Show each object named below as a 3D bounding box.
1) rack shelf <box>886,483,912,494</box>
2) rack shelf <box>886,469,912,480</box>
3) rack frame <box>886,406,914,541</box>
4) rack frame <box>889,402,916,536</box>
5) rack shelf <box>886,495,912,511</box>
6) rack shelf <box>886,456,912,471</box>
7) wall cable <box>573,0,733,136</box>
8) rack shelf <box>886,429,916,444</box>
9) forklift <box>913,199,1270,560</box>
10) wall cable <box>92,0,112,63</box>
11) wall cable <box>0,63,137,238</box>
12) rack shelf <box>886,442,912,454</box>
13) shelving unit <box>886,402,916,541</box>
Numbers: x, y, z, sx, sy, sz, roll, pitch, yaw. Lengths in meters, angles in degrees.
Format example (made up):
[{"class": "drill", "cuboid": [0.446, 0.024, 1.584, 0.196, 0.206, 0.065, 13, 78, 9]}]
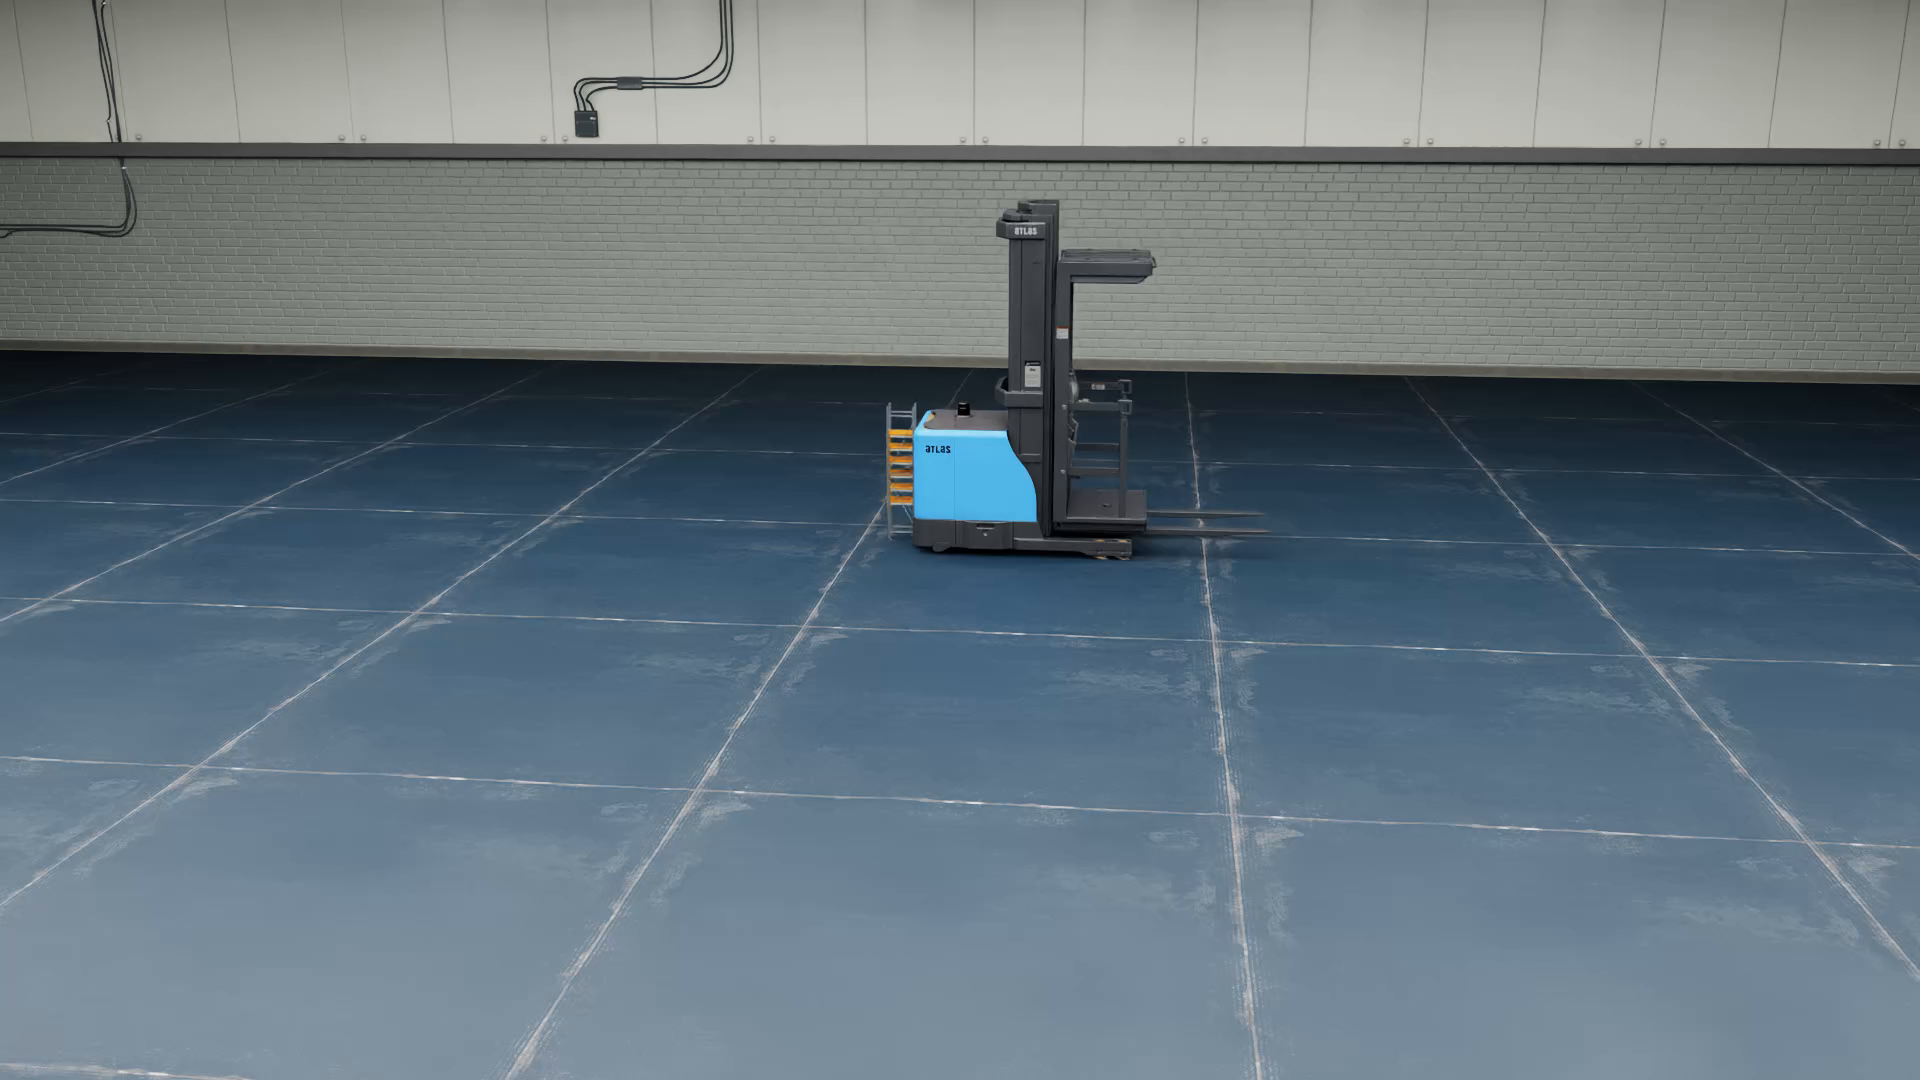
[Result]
[{"class": "rack shelf", "cuboid": [-0.508, -0.437, 14.608, 0.258, 0.103, 0.180, 1, 15, 4]}, {"class": "rack shelf", "cuboid": [-0.508, -0.552, 14.576, 0.258, 0.103, 0.180, 1, 15, 4]}, {"class": "rack frame", "cuboid": [-0.515, -0.571, 14.477, 0.240, 1.200, 0.006, 1, 15, 4]}, {"class": "rack frame", "cuboid": [-0.502, -0.619, 14.653, 0.240, 1.200, 0.006, 1, 15, 4]}, {"class": "rack shelf", "cuboid": [-0.508, -0.321, 14.639, 0.258, 0.103, 0.180, 1, 15, 4]}, {"class": "rack shelf", "cuboid": [-0.508, -0.668, 14.545, 0.258, 0.103, 0.180, 1, 15, 4]}, {"class": "wall cable", "cuboid": [-4.281, -8.574, 22.614, 2.305, 6.003, 0.169, 2, 15, 6]}, {"class": "rack shelf", "cuboid": [-0.508, -0.900, 14.482, 0.258, 0.103, 0.180, 1, 15, 4]}, {"class": "forklift", "cuboid": [1.144, -1.391, 14.192, 3.031, 2.935, 1.130, 1, 15, 5]}, {"class": "wall cable", "cuboid": [-11.024, -8.075, 23.559, 3.097, 2.526, 0.112, 2, 15, 6]}, {"class": "wall cable", "cuboid": [-13.712, -5.717, 24.512, 3.097, 2.526, 0.112, 2, 15, 6]}, {"class": "rack shelf", "cuboid": [-0.508, -0.784, 14.514, 0.258, 0.103, 0.180, 1, 15, 4]}, {"class": "shelving unit", "cuboid": [-0.508, -0.595, 14.565, 0.258, 1.200, 0.189, 1, 15, 4]}]
